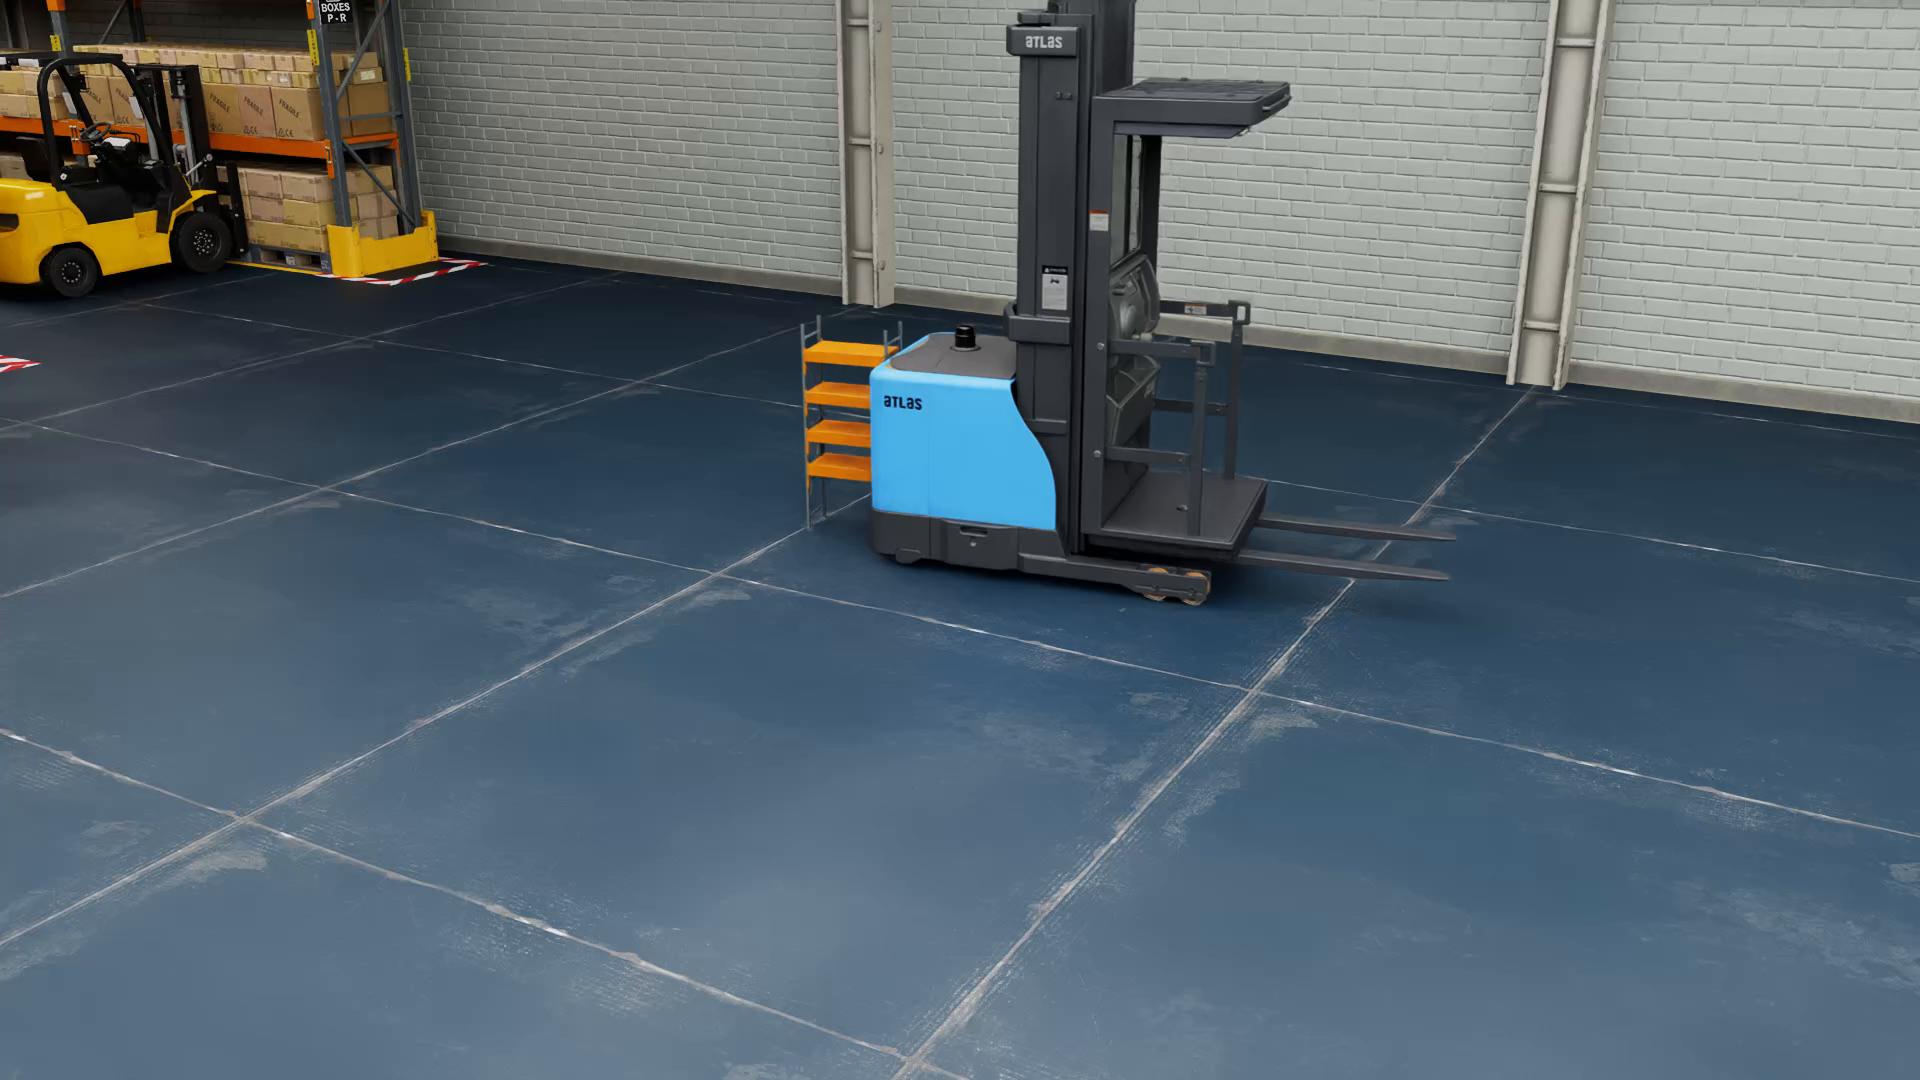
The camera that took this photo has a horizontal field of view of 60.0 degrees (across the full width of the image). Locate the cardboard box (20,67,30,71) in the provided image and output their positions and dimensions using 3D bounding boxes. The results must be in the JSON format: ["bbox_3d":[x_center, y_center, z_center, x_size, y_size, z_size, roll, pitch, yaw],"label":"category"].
[{"bbox_3d":[-10.234,-5.323,18.543,0.250,0.149,0.380,11,23,27],"label":"cardboard box"}]

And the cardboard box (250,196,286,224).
[{"bbox_3d":[-6.923,-3.436,17.121,0.500,0.250,0.500,11,22,27],"label":"cardboard box"}]

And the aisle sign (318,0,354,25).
[{"bbox_3d":[-5.999,-5.345,15.889,0.004,0.787,0.394,11,23,27],"label":"aisle sign"}]

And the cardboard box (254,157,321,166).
[{"bbox_3d":[-7.110,-3.901,17.670,0.500,0.250,0.500,11,22,27],"label":"cardboard box"}]

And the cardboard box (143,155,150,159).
[{"bbox_3d":[-8.694,-3.999,17.942,0.500,0.250,0.500,11,23,27],"label":"cardboard box"}]

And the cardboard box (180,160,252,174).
[{"bbox_3d":[-7.800,-3.831,17.476,0.500,0.250,0.500,10,22,26],"label":"cardboard box"}]

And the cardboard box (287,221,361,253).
[{"bbox_3d":[-6.477,-3.110,16.957,0.500,0.250,0.500,11,23,28],"label":"cardboard box"}]

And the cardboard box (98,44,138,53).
[{"bbox_3d":[-8.990,-5.226,17.838,0.250,0.149,0.380,11,23,28],"label":"cardboard box"}]

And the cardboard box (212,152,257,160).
[{"bbox_3d":[-7.996,-4.069,18.134,0.500,0.250,0.500,11,23,28],"label":"cardboard box"}]

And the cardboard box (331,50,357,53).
[{"bbox_3d":[-6.304,-4.895,16.928,0.250,0.149,0.380,12,23,29],"label":"cardboard box"}]

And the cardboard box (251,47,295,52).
[{"bbox_3d":[-7.183,-5.081,17.439,0.250,0.149,0.380,10,22,26],"label":"cardboard box"}]

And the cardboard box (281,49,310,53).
[{"bbox_3d":[-6.760,-4.971,17.137,0.250,0.149,0.380,11,23,28],"label":"cardboard box"}]

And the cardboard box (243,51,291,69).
[{"bbox_3d":[-6.982,-4.841,16.777,0.250,0.149,0.380,11,23,28],"label":"cardboard box"}]

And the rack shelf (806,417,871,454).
[{"bbox_3d":[-0.597,-0.566,9.363,0.480,0.148,0.258,7,21,18],"label":"rack shelf"}]

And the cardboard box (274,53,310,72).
[{"bbox_3d":[-6.559,-4.742,16.504,0.250,0.149,0.380,11,23,27],"label":"cardboard box"}]

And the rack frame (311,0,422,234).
[{"bbox_3d":[-5.913,-4.221,16.603,0.127,3.000,1.000,11,23,27],"label":"rack frame"}]

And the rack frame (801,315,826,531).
[{"bbox_3d":[-0.828,-0.656,9.415,0.015,1.200,0.240,7,21,18],"label":"rack frame"}]

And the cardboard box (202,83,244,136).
[{"bbox_3d":[-7.367,-4.446,17.077,0.500,0.500,0.500,10,22,26],"label":"cardboard box"}]

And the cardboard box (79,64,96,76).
[{"bbox_3d":[-9.255,-5.107,17.948,0.250,0.149,0.380,10,22,26],"label":"cardboard box"}]

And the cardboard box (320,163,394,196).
[{"bbox_3d":[-6.240,-3.732,17.206,0.500,0.250,0.500,10,22,26],"label":"cardboard box"}]

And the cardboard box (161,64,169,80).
[{"bbox_3d":[-8.152,-4.886,17.337,0.250,0.149,0.380,10,22,26],"label":"cardboard box"}]

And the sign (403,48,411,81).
[{"bbox_3d":[-5.637,-4.830,16.895,0.005,0.325,0.100,11,23,27],"label":"sign"}]

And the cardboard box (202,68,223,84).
[{"bbox_3d":[-7.484,-4.754,16.973,0.250,0.149,0.380,11,23,28],"label":"cardboard box"}]

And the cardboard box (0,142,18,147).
[{"bbox_3d":[-11.785,-4.419,20.014,0.625,0.625,0.875,12,23,29],"label":"cardboard box"}]

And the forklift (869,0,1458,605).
[{"bbox_3d":[1.085,-1.251,8.514,3.031,2.935,1.130,7,21,18],"label":"forklift"}]

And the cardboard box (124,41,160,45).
[{"bbox_3d":[-8.979,-5.415,18.361,0.250,0.149,0.380,11,23,27],"label":"cardboard box"}]

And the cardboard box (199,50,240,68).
[{"bbox_3d":[-7.491,-4.892,16.919,0.250,0.149,0.380,11,23,28],"label":"cardboard box"}]

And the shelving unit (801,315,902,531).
[{"bbox_3d":[-0.597,-0.629,9.341,0.503,1.200,0.258,7,21,18],"label":"shelving unit"}]

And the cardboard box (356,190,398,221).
[{"bbox_3d":[-6.222,-3.501,17.302,0.500,0.250,0.500,11,23,28],"label":"cardboard box"}]

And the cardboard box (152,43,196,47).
[{"bbox_3d":[-8.542,-5.321,18.101,0.250,0.149,0.380,11,22,27],"label":"cardboard box"}]

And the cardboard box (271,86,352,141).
[{"bbox_3d":[-6.471,-4.272,16.597,0.500,0.500,0.500,10,22,26],"label":"cardboard box"}]

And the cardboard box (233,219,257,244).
[{"bbox_3d":[-7.339,-3.282,17.429,0.500,0.250,0.500,11,23,28],"label":"cardboard box"}]

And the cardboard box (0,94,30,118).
[{"bbox_3d":[-10.414,-4.904,18.705,0.500,0.250,0.500,11,22,27],"label":"cardboard box"}]

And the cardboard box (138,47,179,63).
[{"bbox_3d":[-8.358,-5.072,17.415,0.250,0.149,0.380,10,22,26],"label":"cardboard box"}]

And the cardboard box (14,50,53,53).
[{"bbox_3d":[-10.694,-5.589,19.275,0.250,0.149,0.380,11,22,27],"label":"cardboard box"}]

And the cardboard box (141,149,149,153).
[{"bbox_3d":[-8.881,-4.237,18.597,0.500,0.250,0.500,11,23,28],"label":"cardboard box"}]

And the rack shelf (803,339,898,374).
[{"bbox_3d":[-0.597,-0.999,9.207,0.480,0.148,0.258,7,21,18],"label":"rack shelf"}]

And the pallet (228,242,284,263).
[{"bbox_3d":[-7.662,-3.228,17.955,1.213,0.211,1.003,11,23,27],"label":"pallet"}]

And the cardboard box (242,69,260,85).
[{"bbox_3d":[-6.997,-4.687,16.790,0.250,0.149,0.380,11,22,27],"label":"cardboard box"}]

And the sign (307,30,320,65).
[{"bbox_3d":[-6.190,-4.718,15.927,0.005,0.325,0.100,11,23,27],"label":"sign"}]

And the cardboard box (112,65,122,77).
[{"bbox_3d":[-8.787,-5.029,17.734,0.250,0.149,0.380,11,23,27],"label":"cardboard box"}]

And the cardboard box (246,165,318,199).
[{"bbox_3d":[-6.916,-3.663,17.015,0.500,0.250,0.500,11,23,28],"label":"cardboard box"}]

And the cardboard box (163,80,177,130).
[{"bbox_3d":[-8.239,-4.616,17.546,0.500,0.500,0.500,11,22,27],"label":"cardboard box"}]

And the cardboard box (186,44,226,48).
[{"bbox_3d":[-8.077,-5.249,17.902,0.250,0.149,0.380,10,22,26],"label":"cardboard box"}]

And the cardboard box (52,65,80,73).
[{"bbox_3d":[-9.811,-5.229,18.284,0.250,0.149,0.380,12,23,29],"label":"cardboard box"}]

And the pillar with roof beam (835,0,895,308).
[{"bbox_3d":[-2.943,-5.146,10.356,0.400,9.000,9.100,11,23,27],"label":"pillar with roof beam"}]

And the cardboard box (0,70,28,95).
[{"bbox_3d":[-10.411,-5.140,18.623,0.500,0.250,0.500,10,22,26],"label":"cardboard box"}]

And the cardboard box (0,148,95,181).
[{"bbox_3d":[-10.540,-4.182,19.363,0.625,0.625,0.875,11,22,27],"label":"cardboard box"}]

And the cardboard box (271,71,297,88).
[{"bbox_3d":[-6.590,-4.581,16.498,0.250,0.149,0.380,11,23,28],"label":"cardboard box"}]

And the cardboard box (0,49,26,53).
[{"bbox_3d":[-11.165,-5.660,19.472,0.250,0.149,0.380,12,23,29],"label":"cardboard box"}]

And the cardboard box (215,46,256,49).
[{"bbox_3d":[-7.671,-5.141,17.605,0.250,0.149,0.380,12,23,29],"label":"cardboard box"}]

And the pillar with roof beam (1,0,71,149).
[{"bbox_3d":[-13.419,-7.142,15.857,0.400,9.000,9.100,11,23,27],"label":"pillar with roof beam"}]

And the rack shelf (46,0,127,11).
[{"bbox_3d":[-11.151,-6.291,18.965,4.000,0.370,1.077,11,23,27],"label":"rack shelf"}]

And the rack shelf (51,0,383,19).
[{"bbox_3d":[-7.659,-5.626,17.132,4.000,0.370,1.077,11,23,27],"label":"rack shelf"}]

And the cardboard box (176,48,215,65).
[{"bbox_3d":[-7.882,-5.010,17.244,0.250,0.149,0.380,11,23,28],"label":"cardboard box"}]

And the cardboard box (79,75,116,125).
[{"bbox_3d":[-9.145,-4.782,18.003,0.500,0.500,0.500,10,22,26],"label":"cardboard box"}]

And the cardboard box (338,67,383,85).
[{"bbox_3d":[-6.082,-4.707,16.844,0.250,0.149,0.380,10,22,26],"label":"cardboard box"}]
